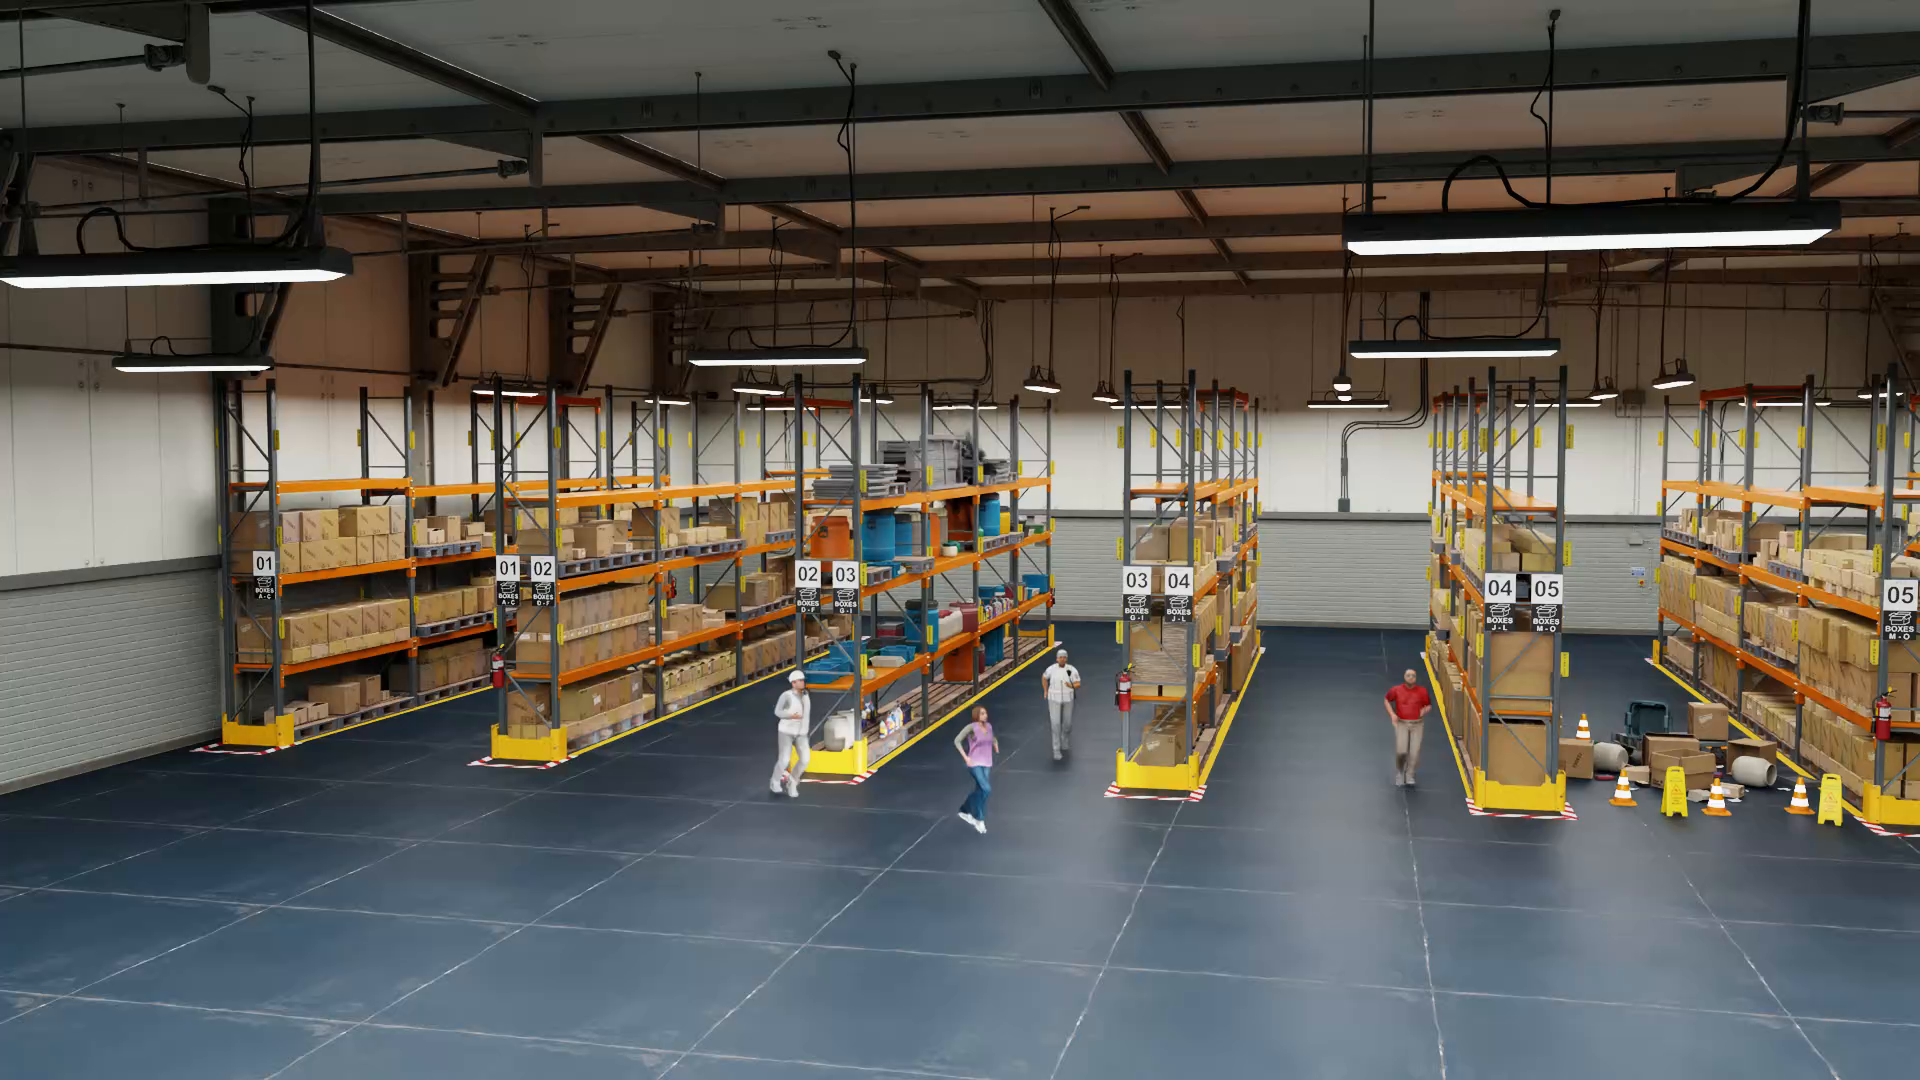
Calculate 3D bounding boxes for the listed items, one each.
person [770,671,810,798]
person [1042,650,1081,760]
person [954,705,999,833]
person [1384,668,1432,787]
[{"bbox_3d":[-2.320,2.738,23.442,0.651,1.798,0.681,-2,4,-36],"label":"person"},{"bbox_3d":[1.613,2.571,26.368,0.598,1.678,0.918,0,3,-2],"label":"person"},{"bbox_3d":[0.232,2.930,21.390,0.580,1.640,0.624,-3,5,-43],"label":"person"},{"bbox_3d":[6.469,2.720,23.953,0.645,1.722,0.634,0,3,7],"label":"person"}]
